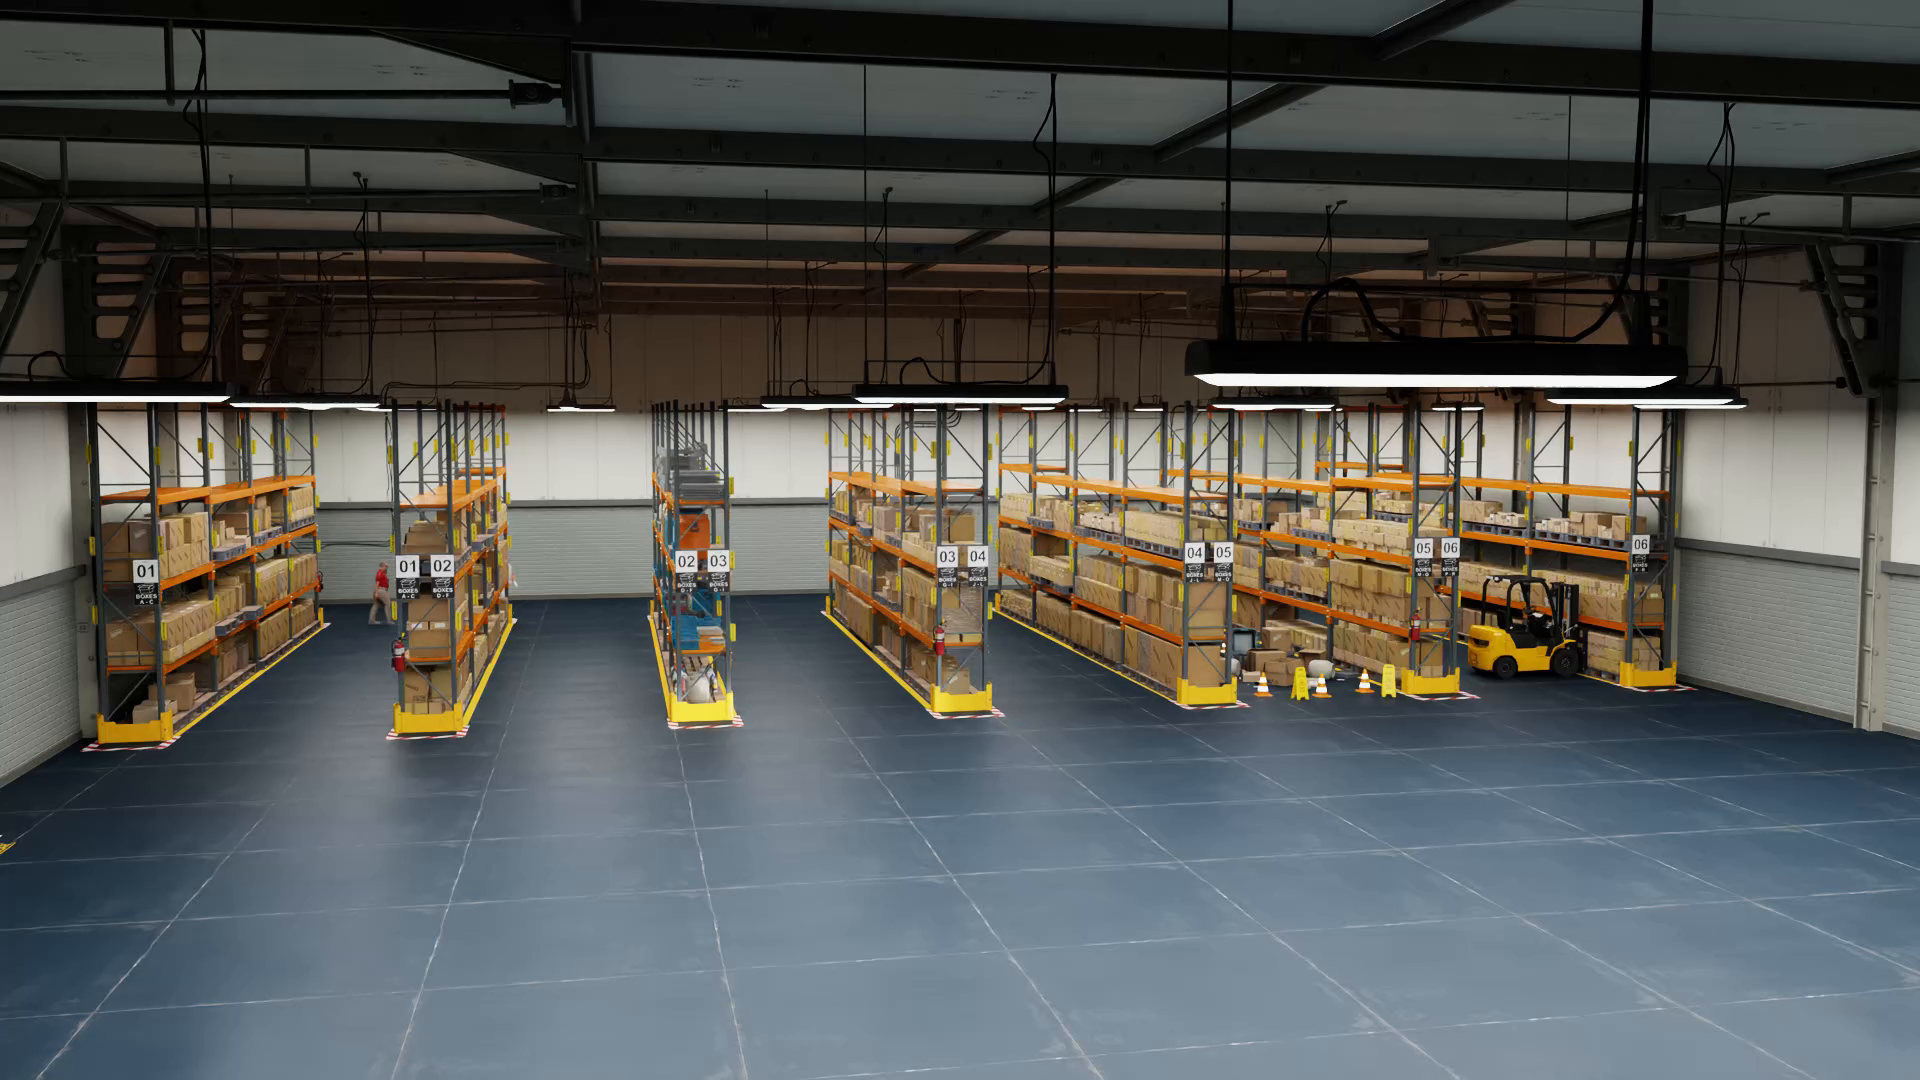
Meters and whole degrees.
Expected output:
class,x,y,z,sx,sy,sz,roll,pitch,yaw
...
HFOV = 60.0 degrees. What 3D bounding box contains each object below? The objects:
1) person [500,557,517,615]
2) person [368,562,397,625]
class,x,y,z,sx,sy,sz,roll,pitch,yaw
person,-12.997,1.250,47.512,1.093,1.717,0.568,4,6,43
person,-15.763,1.468,45.332,0.760,1.743,0.522,-3,5,-38
